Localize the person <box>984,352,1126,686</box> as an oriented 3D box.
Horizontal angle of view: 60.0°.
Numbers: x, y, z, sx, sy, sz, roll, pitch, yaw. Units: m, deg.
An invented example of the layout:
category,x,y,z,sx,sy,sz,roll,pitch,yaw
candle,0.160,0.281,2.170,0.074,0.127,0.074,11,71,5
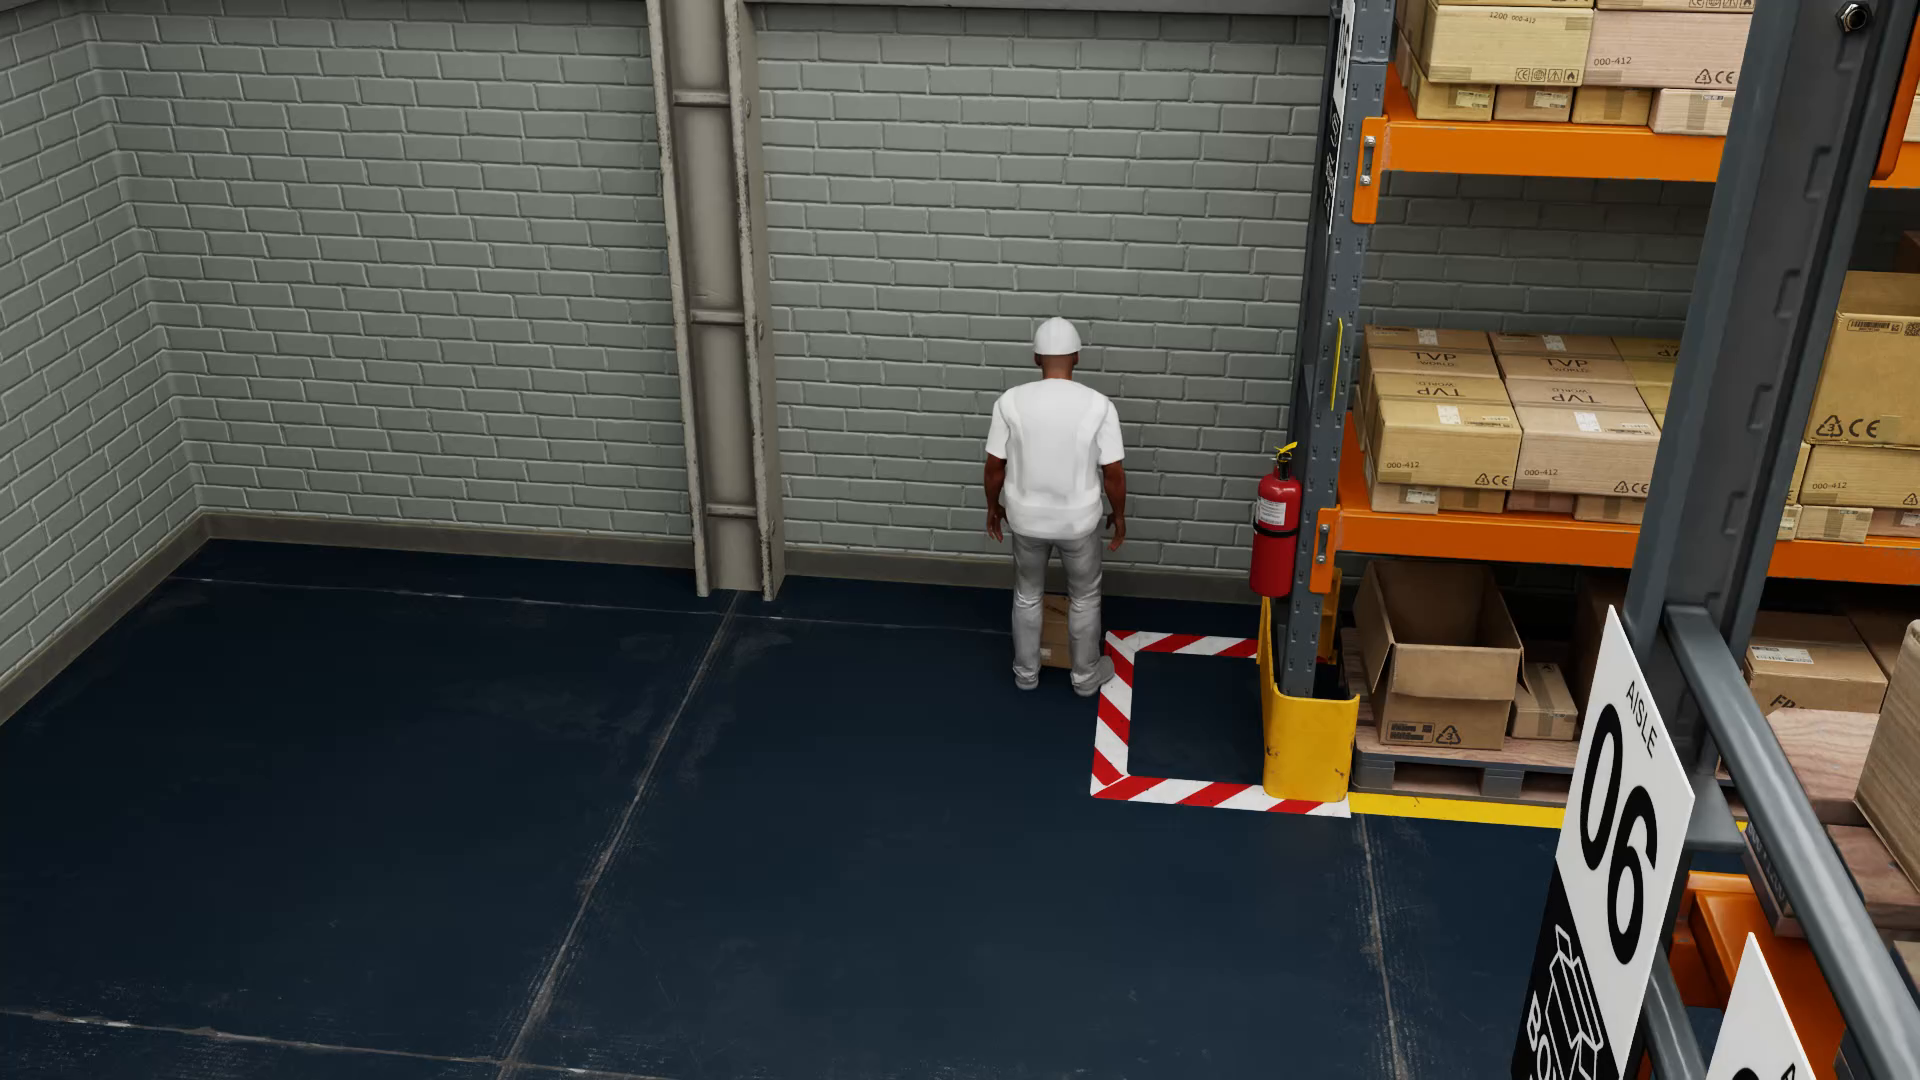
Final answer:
category,x,y,z,sx,sy,sz,roll,pitch,yaw
person,0.423,-0.137,7.337,0.627,1.659,0.359,6,29,10
